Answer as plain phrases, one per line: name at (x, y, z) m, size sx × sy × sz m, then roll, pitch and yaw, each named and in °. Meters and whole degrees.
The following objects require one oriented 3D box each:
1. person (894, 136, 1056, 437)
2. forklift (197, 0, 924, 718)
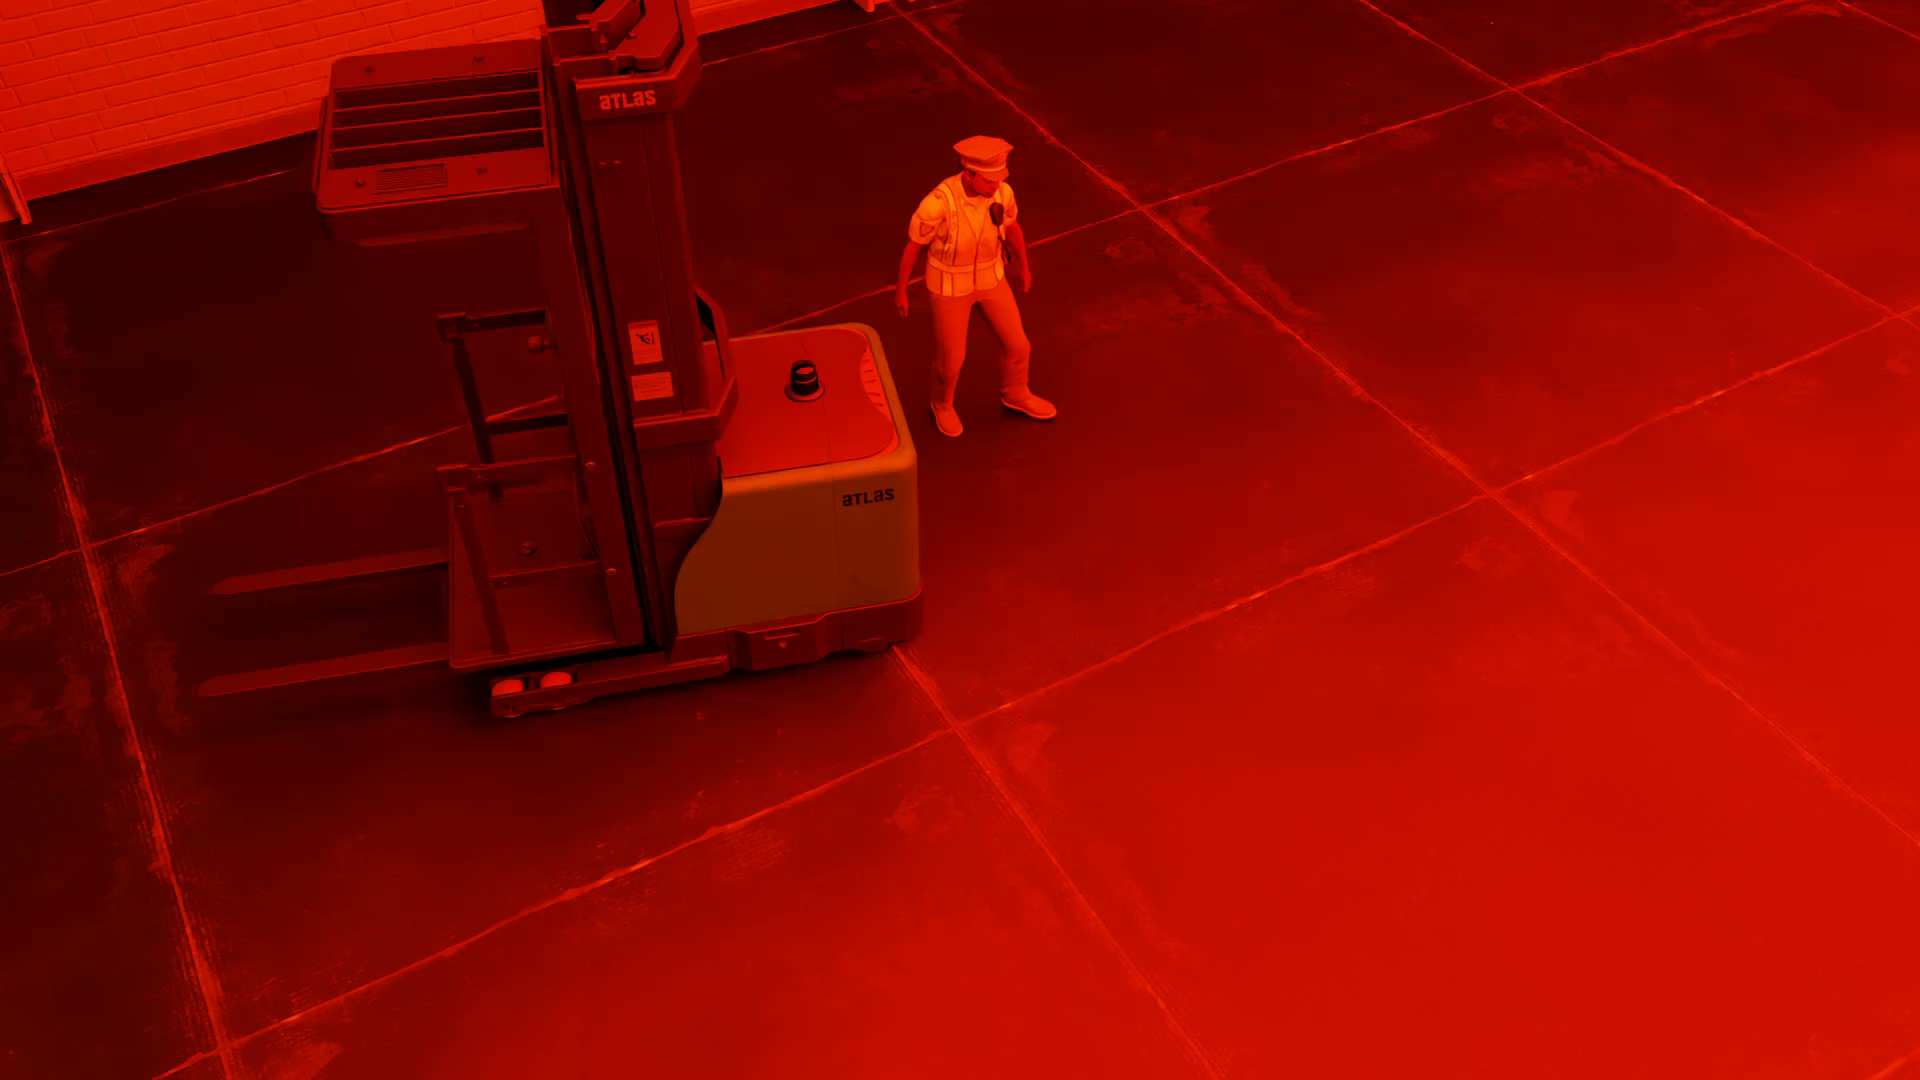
person at (0.083, -1.213, 7.973) m, size 0.788 × 1.632 × 0.397 m, roll -16°, pitch 45°, yaw -17°
forklift at (-1.732, -0.720, 6.474) m, size 3.031 × 2.935 × 1.130 m, roll -9°, pitch 44°, yaw -9°
